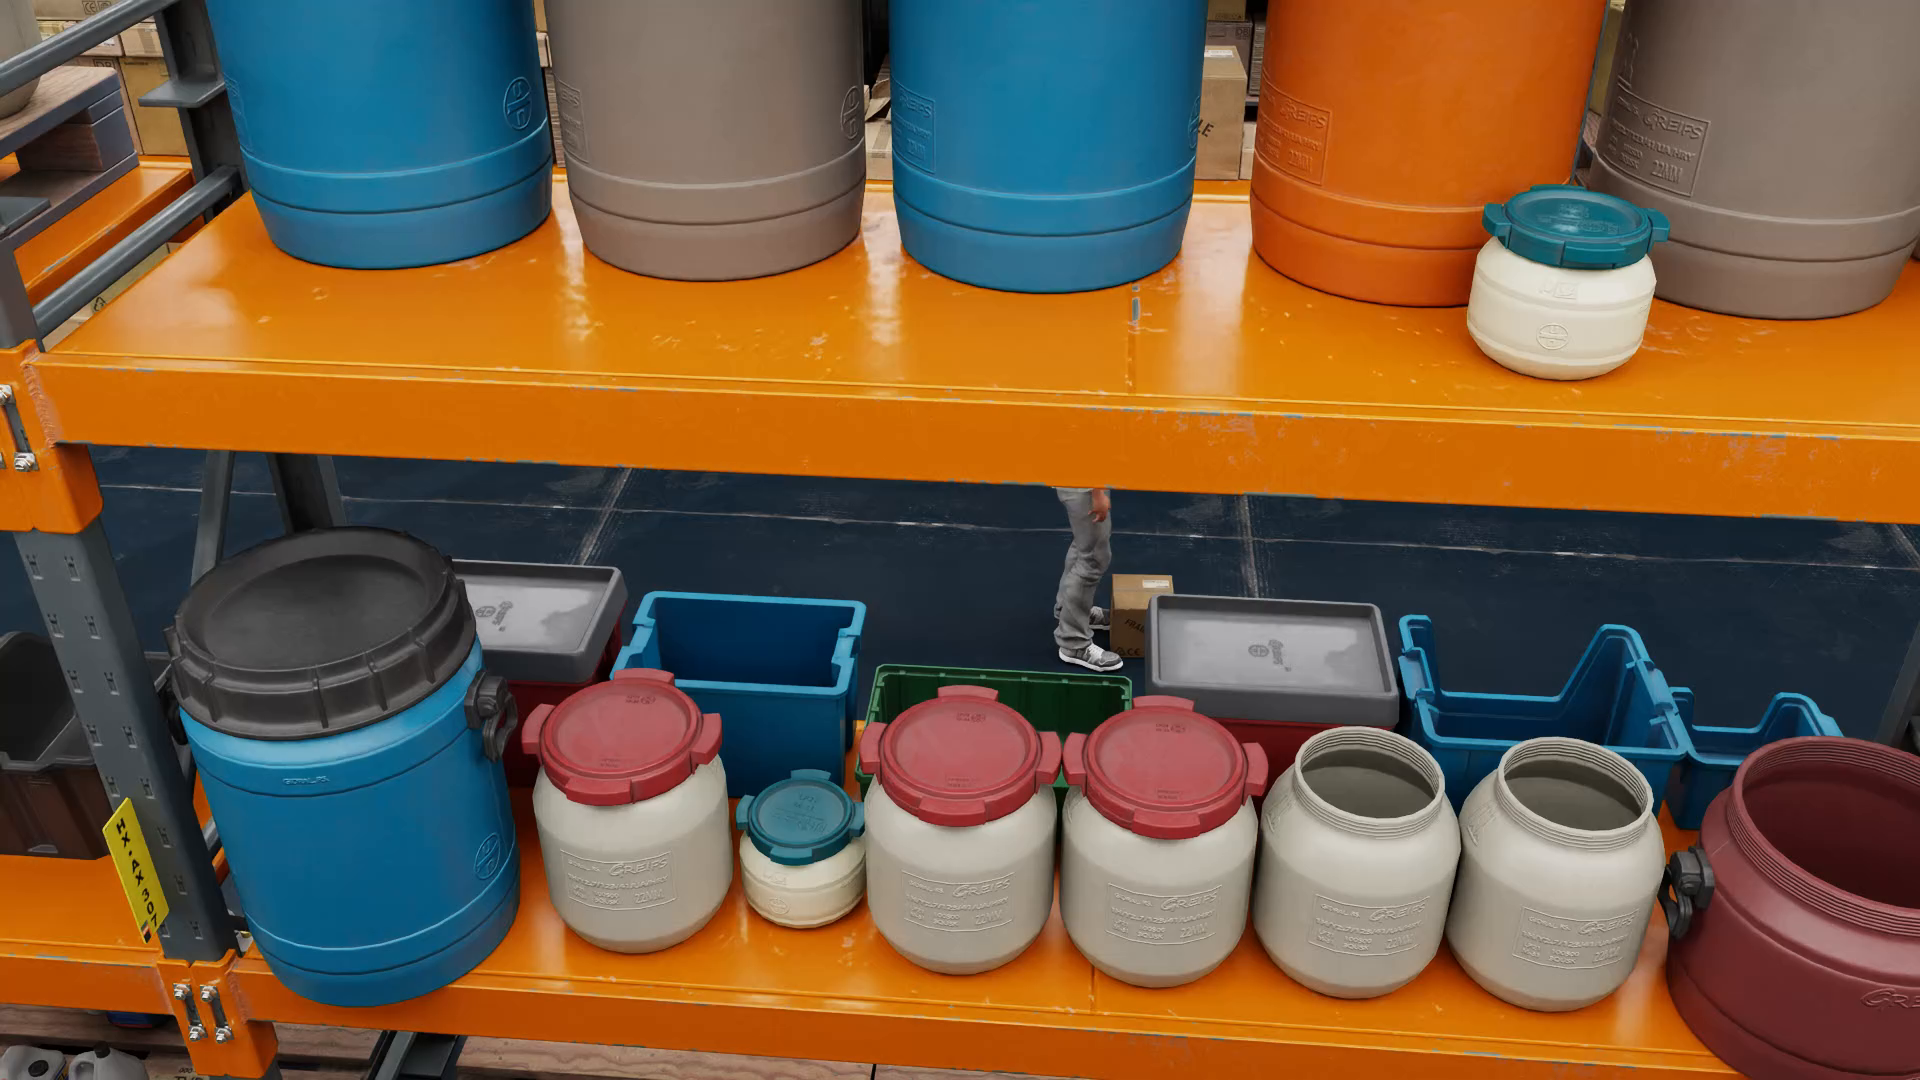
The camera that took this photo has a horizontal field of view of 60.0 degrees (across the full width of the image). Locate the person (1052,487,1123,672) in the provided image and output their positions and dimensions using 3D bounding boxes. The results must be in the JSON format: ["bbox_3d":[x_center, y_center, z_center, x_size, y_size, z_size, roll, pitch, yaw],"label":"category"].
[{"bbox_3d":[0.520,-0.255,6.550,0.347,1.592,0.464,2,32,4],"label":"person"}]
